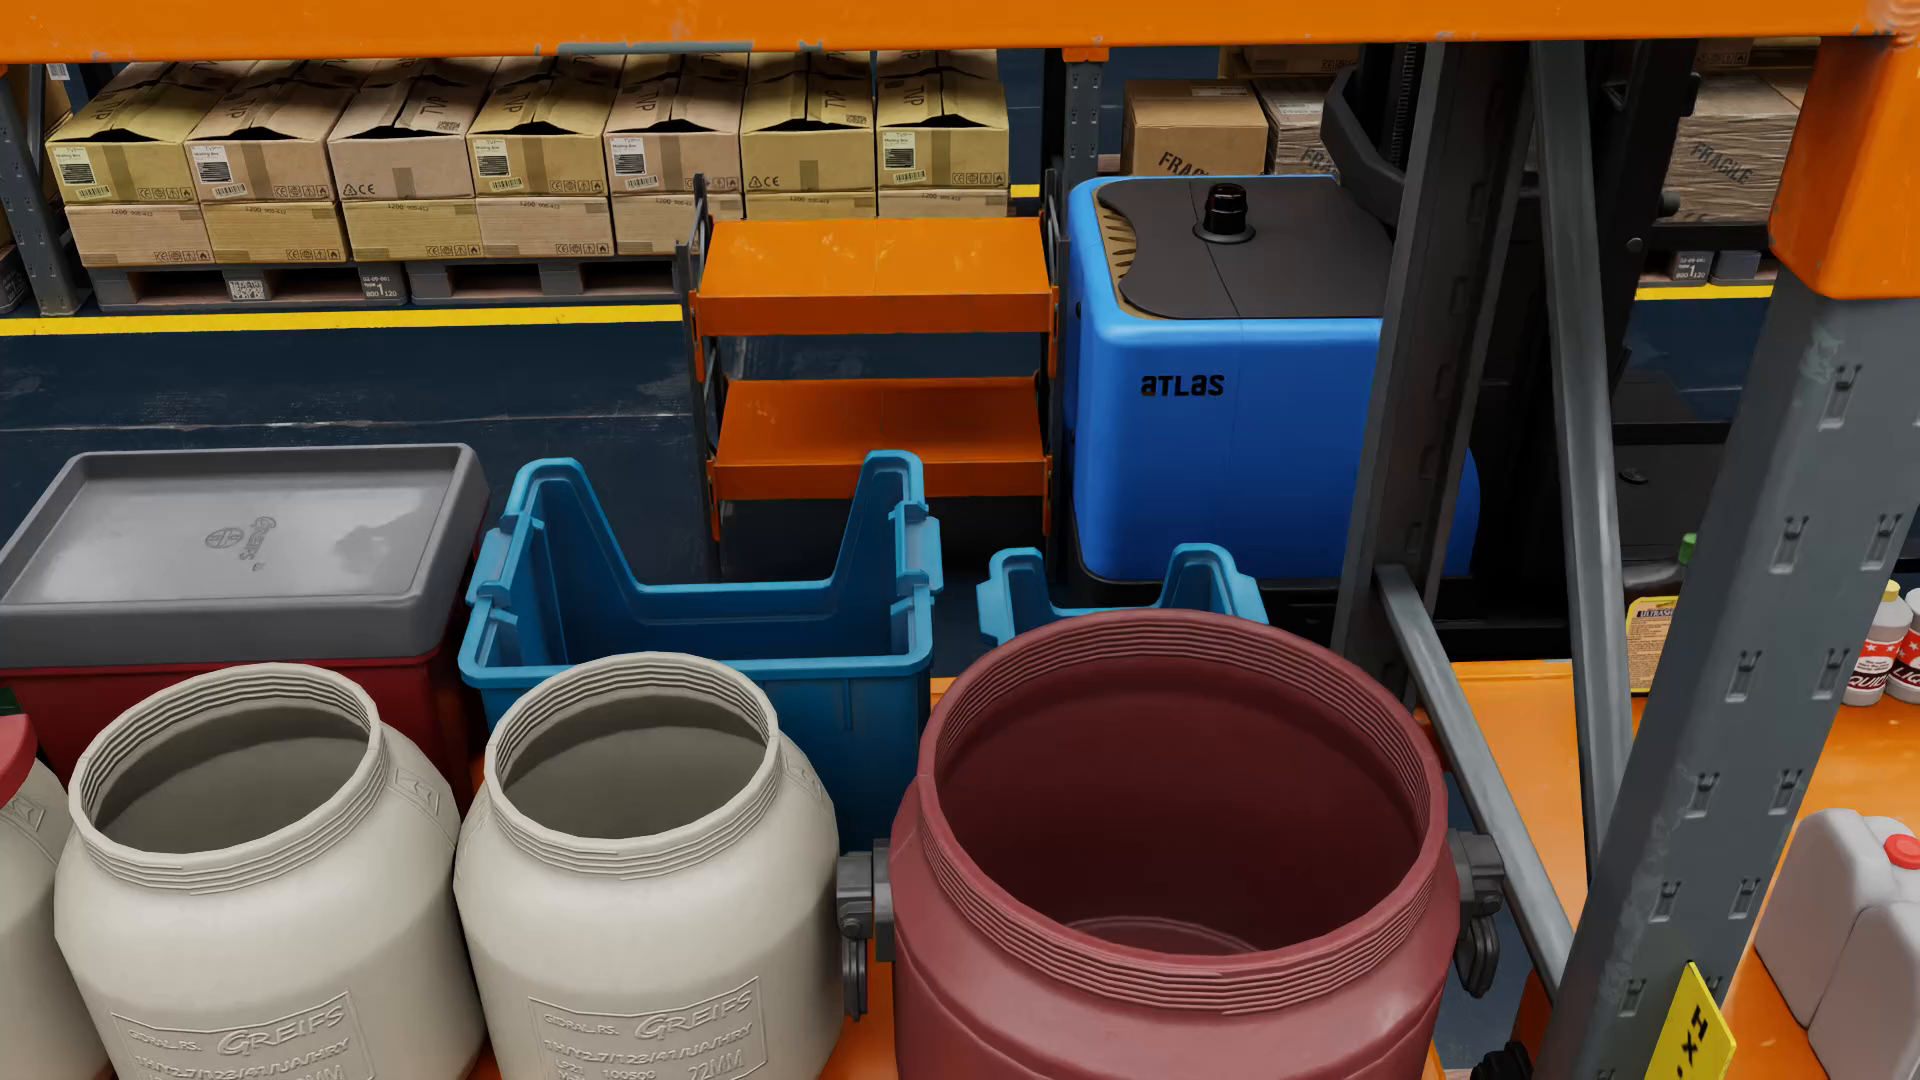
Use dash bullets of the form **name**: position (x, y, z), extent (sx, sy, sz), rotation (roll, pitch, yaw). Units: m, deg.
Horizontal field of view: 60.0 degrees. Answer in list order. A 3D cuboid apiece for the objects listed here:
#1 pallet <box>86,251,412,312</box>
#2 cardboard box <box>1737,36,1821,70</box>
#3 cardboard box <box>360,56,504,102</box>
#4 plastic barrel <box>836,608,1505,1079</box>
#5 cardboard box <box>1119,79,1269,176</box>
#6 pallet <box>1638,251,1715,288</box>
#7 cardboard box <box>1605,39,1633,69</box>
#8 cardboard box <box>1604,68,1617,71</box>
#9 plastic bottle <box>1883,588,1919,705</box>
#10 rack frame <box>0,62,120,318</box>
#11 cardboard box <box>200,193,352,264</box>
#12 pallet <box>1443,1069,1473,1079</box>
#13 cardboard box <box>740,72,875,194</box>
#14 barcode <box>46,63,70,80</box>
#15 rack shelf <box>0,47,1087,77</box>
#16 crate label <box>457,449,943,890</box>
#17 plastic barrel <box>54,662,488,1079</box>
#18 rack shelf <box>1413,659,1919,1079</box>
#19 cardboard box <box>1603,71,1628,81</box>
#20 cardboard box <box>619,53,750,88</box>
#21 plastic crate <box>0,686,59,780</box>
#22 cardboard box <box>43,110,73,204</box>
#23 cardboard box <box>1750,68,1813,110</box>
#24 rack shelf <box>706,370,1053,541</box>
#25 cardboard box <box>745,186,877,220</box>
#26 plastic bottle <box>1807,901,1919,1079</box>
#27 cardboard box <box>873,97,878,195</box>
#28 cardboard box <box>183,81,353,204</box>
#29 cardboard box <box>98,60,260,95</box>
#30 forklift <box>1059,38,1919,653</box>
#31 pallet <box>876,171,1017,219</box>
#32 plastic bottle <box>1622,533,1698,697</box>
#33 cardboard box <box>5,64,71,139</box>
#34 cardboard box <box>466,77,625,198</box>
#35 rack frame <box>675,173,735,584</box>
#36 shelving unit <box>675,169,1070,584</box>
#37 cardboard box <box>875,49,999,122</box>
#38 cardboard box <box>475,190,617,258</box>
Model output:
- **pallet**: position (-2.820, -1.282, 6.917), extent (1.213, 0.211, 1.003), rotation (-2, 35, -2)
- **cardboard box**: position (3.410, -1.860, 7.112), extent (0.500, 0.500, 0.500), rotation (-1, 35, -2)
- **cardboard box**: position (-2.145, -1.863, 6.861), extent (0.500, 0.311, 0.500), rotation (-2, 35, -2)
- **plastic barrel**: position (0.223, 0.450, 1.845), extent (0.708, 0.536, 0.600), rotation (-2, 35, -2)
- **cardboard box**: position (0.910, -1.498, 6.588), extent (0.500, 0.500, 0.500), rotation (0, 35, 0)
- **pallet**: position (2.405, -1.378, 7.056), extent (1.213, 0.211, 1.003), rotation (-2, 35, -2)
- **cardboard box**: position (2.442, -2.149, 6.870), extent (0.500, 0.250, 0.500), rotation (-2, 35, -3)
- **cardboard box**: position (2.405, -1.838, 7.080), extent (0.500, 0.500, 0.500), rotation (-3, 35, -4)
- **plastic bottle**: position (1.500, 0.148, 2.575), extent (0.097, 0.201, 0.097), rotation (0, 35, 0)
- **rack frame**: position (-3.554, -2.387, 6.063), extent (0.127, 3.000, 1.000), rotation (-2, 35, -2)
- **cardboard box**: position (-2.629, -1.312, 6.557), extent (0.500, 0.250, 0.500), rotation (-1, 35, -1)
- **pallet**: position (1.458, 1.423, 3.009), extent (1.213, 0.211, 1.003), rotation (-2, 35, -2)
- **cardboard box**: position (-0.589, -1.596, 6.474), extent (0.500, 0.311, 0.500), rotation (-2, 35, -3)
- **barcode**: position (-3.279, -1.705, 6.044), extent (0.075, 0.075, 0.001), rotation (-2, 35, -2)
- **rack shelf**: position (-1.556, -2.145, 6.346), extent (4.000, 0.370, 1.077), rotation (-2, 35, -2)
- **crate label**: position (-0.333, 0.179, 2.324), extent (0.616, 0.435, 0.502), rotation (-2, 35, -2)
- **plastic barrel**: position (-0.766, 0.436, 1.887), extent (0.421, 0.512, 0.421), rotation (0, 35, 0)
- **rack shelf**: position (2.670, 0.563, 2.433), extent (4.000, 0.370, 1.077), rotation (-2, 35, -2)
- **cardboard box**: position (2.455, -1.543, 6.653), extent (0.500, 0.500, 0.500), rotation (-3, 35, -4)
- **cardboard box**: position (-1.129, -1.889, 6.898), extent (0.500, 0.311, 0.500), rotation (-2, 35, -4)
- **plastic crate**: position (-1.597, 0.309, 2.355), extent (0.662, 0.188, 0.450), rotation (-2, 35, -2)
- **cardboard box**: position (-4.032, -1.589, 6.957), extent (0.500, 0.250, 0.500), rotation (-2, 35, -2)
- **cardboard box**: position (3.463, -1.571, 6.694), extent (0.500, 0.500, 0.500), rotation (-1, 35, -2)
- **rack shelf**: position (-0.238, -0.265, 5.074), extent (1.000, 0.278, 0.538), rotation (-1, 35, -1)
- **cardboard box**: position (-0.587, -1.368, 6.638), extent (0.500, 0.250, 0.500), rotation (-2, 35, -3)
- **plastic bottle**: position (1.120, 0.544, 1.937), extent (0.135, 0.276, 0.152), rotation (-2, 35, -2)
- **cardboard box**: position (-0.598, -1.676, 7.082), extent (0.500, 0.250, 0.500), rotation (-2, 35, -4)
- **cardboard box**: position (-2.629, -1.540, 6.393), extent (0.500, 0.311, 0.500), rotation (-2, 35, -3)
- **cardboard box**: position (-3.163, -1.833, 6.818), extent (0.500, 0.311, 0.500), rotation (-2, 35, -2)
- **forklift**: position (1.832, -1.150, 4.337), extent (3.031, 2.935, 1.130), rotation (-1, 35, -1)
- **pallet**: position (-0.383, -1.348, 7.012), extent (1.213, 0.211, 1.003), rotation (-2, 35, -2)
- **plastic bottle**: position (1.056, 0.116, 2.550), extent (0.133, 0.283, 0.061), rotation (-2, 35, -2)
- **cardboard box**: position (-4.032, -1.903, 6.752), extent (0.500, 0.500, 0.500), rotation (-2, 35, -2)
- **cardboard box**: position (-1.594, -1.571, 6.439), extent (0.500, 0.311, 0.500), rotation (-1, 35, -1)
- **rack frame**: position (-0.746, -0.458, 4.923), extent (0.032, 1.125, 0.500), rotation (-1, 35, -1)
- **shelving unit**: position (-0.238, -0.466, 4.934), extent (1.048, 1.125, 0.538), rotation (-1, 35, -1)
- **cardboard box**: position (-0.096, -1.920, 6.943), extent (0.500, 0.311, 0.500), rotation (0, 35, -1)
- **cardboard box**: position (-1.603, -1.341, 6.599), extent (0.500, 0.250, 0.500), rotation (-1, 35, -1)
